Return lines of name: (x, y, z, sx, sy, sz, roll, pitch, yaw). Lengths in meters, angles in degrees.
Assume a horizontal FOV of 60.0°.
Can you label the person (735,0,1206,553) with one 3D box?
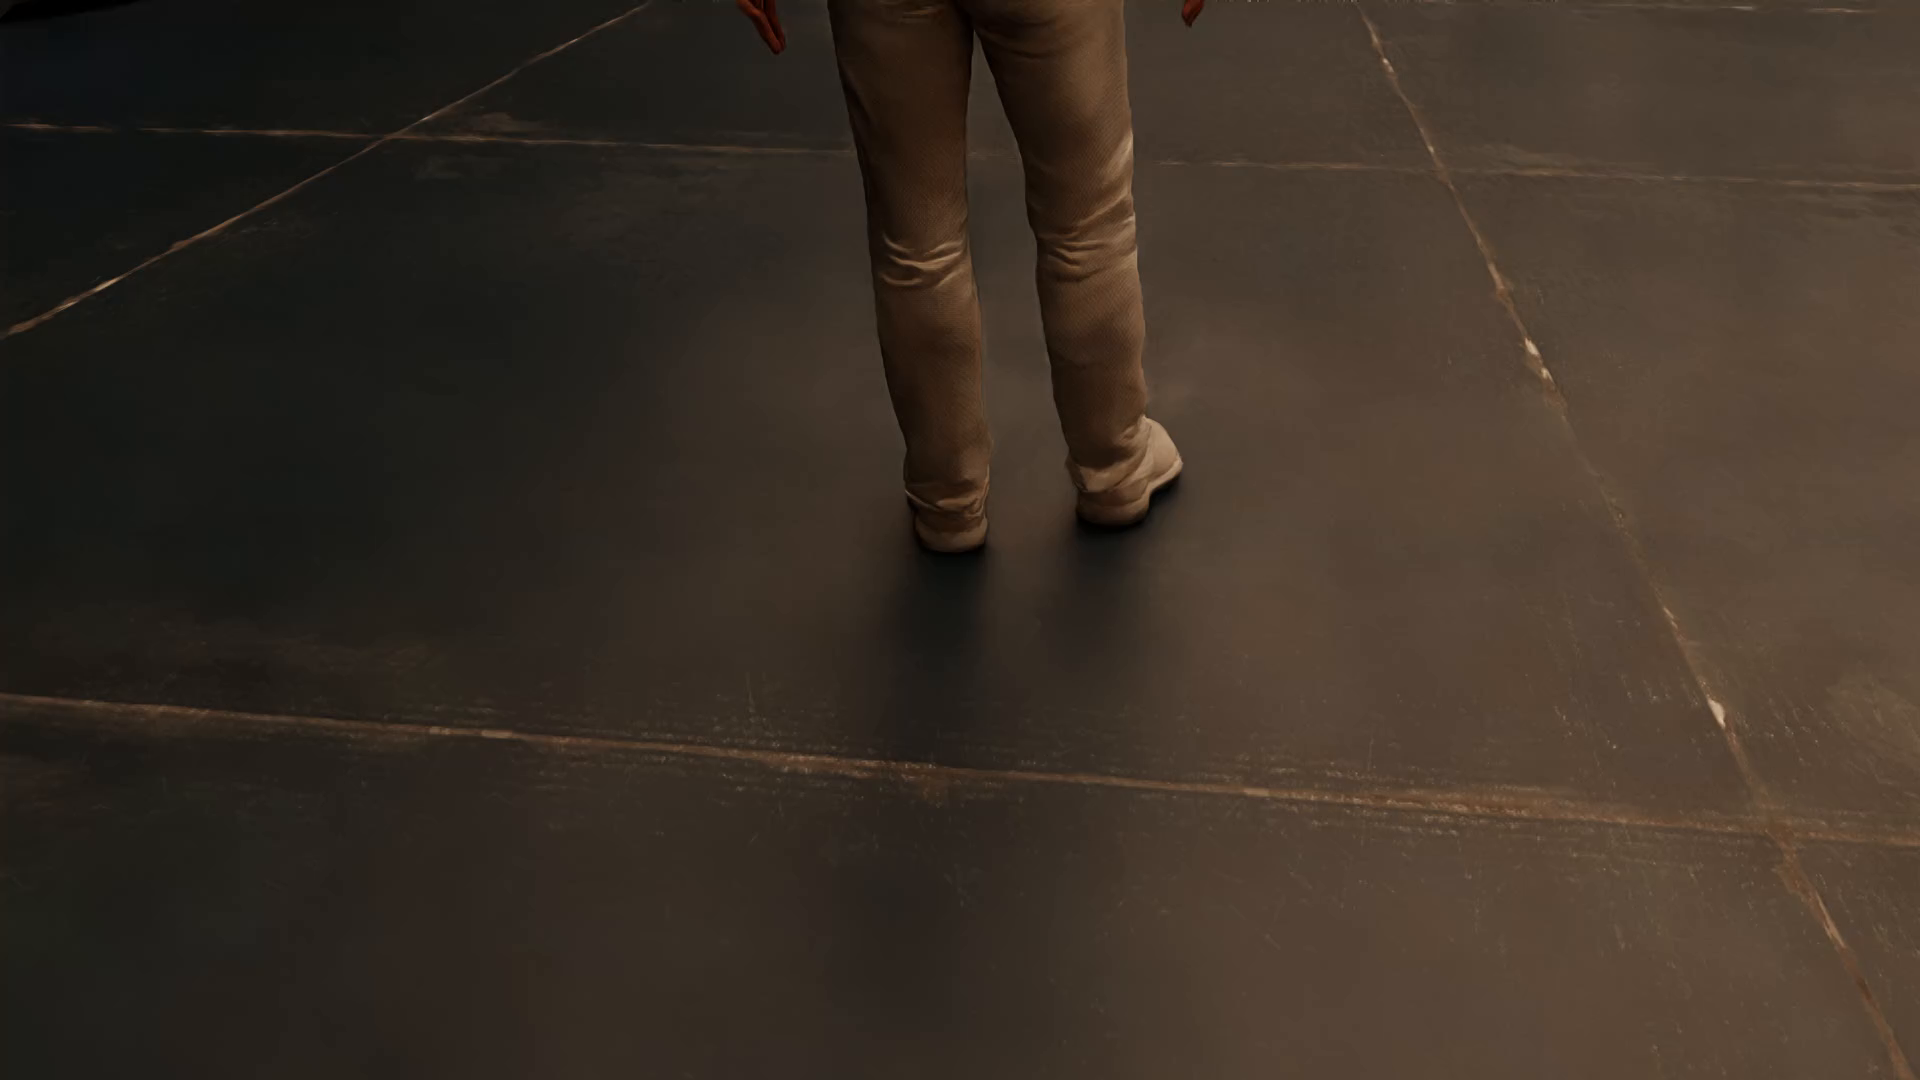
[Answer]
person: (0.015, -0.824, 2.165, 0.665, 1.760, 0.576, 3, 27, 7)
